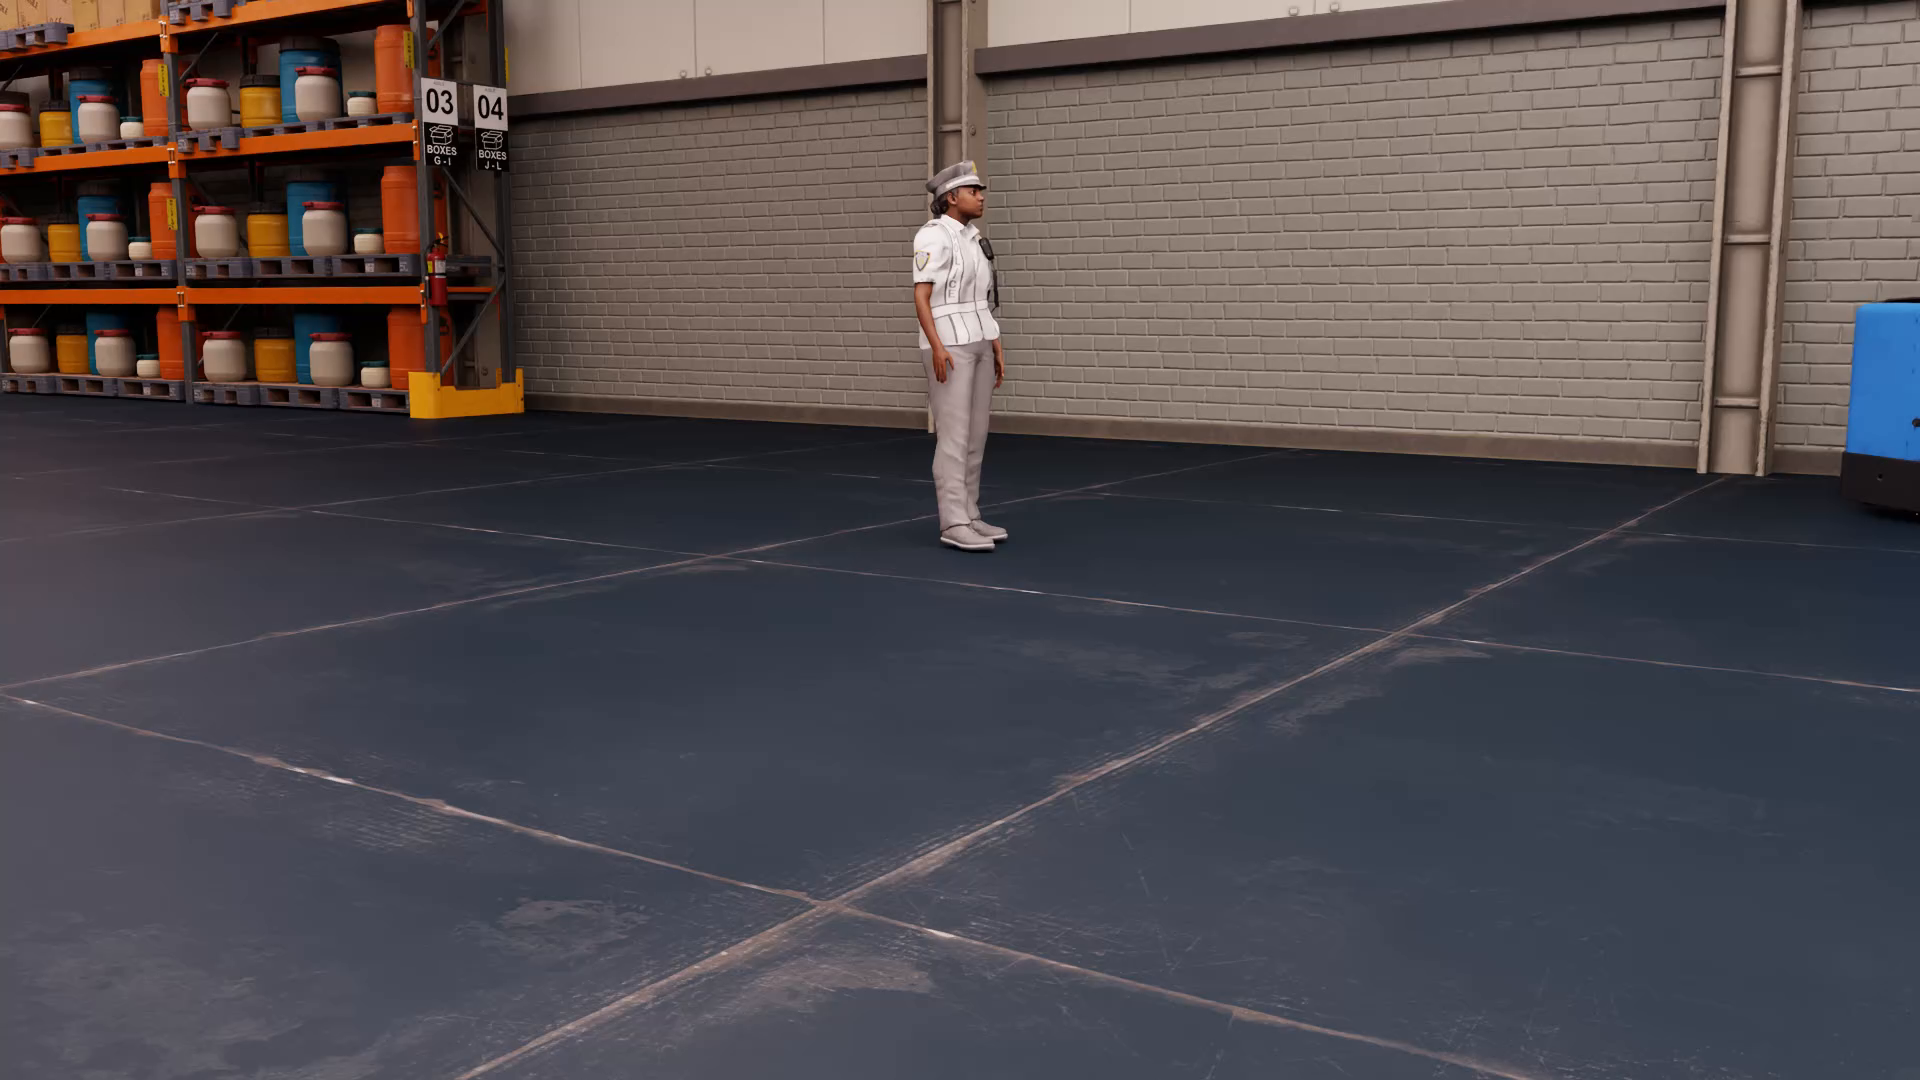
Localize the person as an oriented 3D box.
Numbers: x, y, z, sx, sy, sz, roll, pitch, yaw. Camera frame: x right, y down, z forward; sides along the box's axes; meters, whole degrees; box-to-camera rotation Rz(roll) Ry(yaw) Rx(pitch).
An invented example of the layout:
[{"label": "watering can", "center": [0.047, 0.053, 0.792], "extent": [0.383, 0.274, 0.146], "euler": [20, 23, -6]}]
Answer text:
[{"label": "person", "center": [0.051, -0.838, 7.425], "extent": [0.530, 1.695, 0.569], "euler": [5, 10, 34]}]

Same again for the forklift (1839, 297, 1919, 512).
[{"label": "forklift", "center": [6.115, -1.563, 8.186], "extent": [3.031, 2.935, 1.130], "euler": [-1, 8, -8]}]
